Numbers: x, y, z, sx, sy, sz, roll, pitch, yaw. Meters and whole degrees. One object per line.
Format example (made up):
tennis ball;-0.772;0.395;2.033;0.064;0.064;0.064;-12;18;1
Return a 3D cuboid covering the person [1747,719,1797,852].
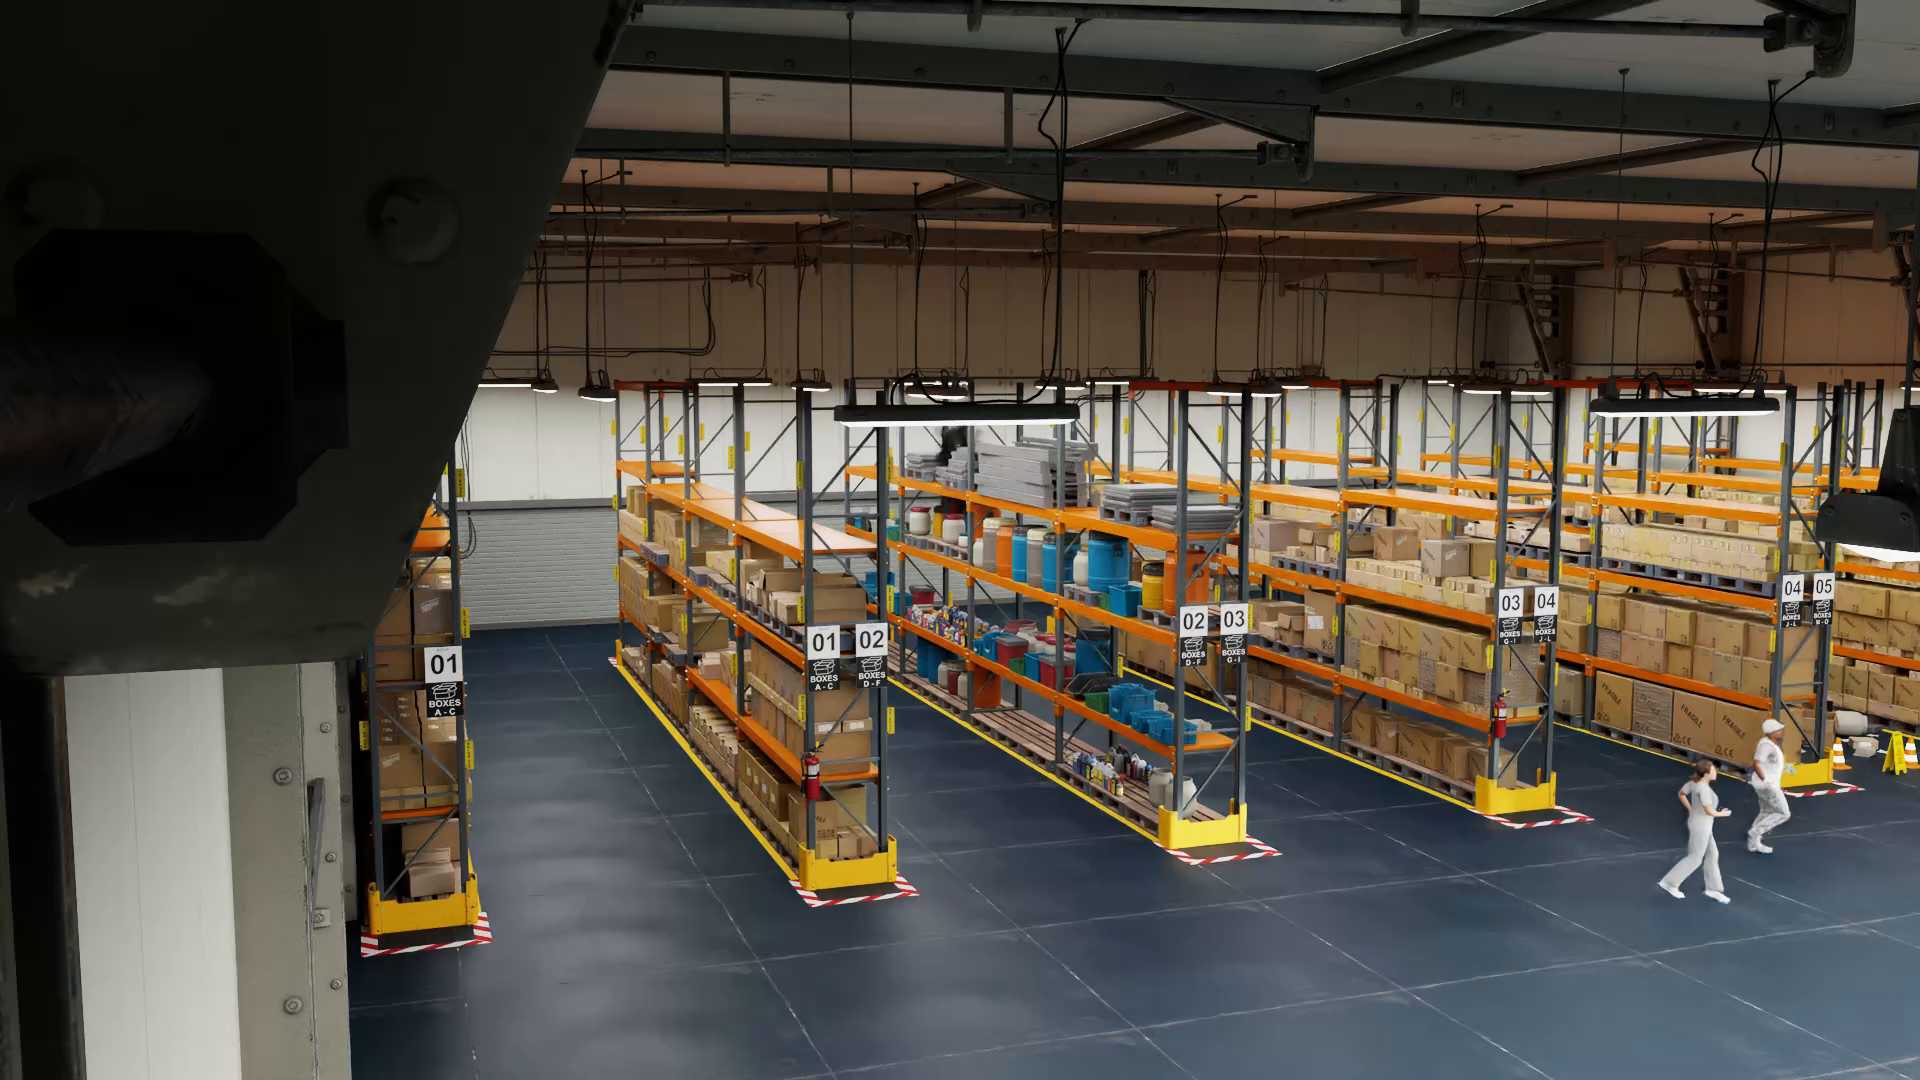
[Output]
person;10.538;3.183;21.545;0.584;1.745;0.662;2;6;17

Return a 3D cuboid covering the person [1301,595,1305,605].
person;8.573;1.216;41.055;0.641;1.707;0.595;-3;7;-28

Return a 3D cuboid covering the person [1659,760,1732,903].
person;8.689;3.431;19.588;0.832;1.712;0.581;1;6;11
